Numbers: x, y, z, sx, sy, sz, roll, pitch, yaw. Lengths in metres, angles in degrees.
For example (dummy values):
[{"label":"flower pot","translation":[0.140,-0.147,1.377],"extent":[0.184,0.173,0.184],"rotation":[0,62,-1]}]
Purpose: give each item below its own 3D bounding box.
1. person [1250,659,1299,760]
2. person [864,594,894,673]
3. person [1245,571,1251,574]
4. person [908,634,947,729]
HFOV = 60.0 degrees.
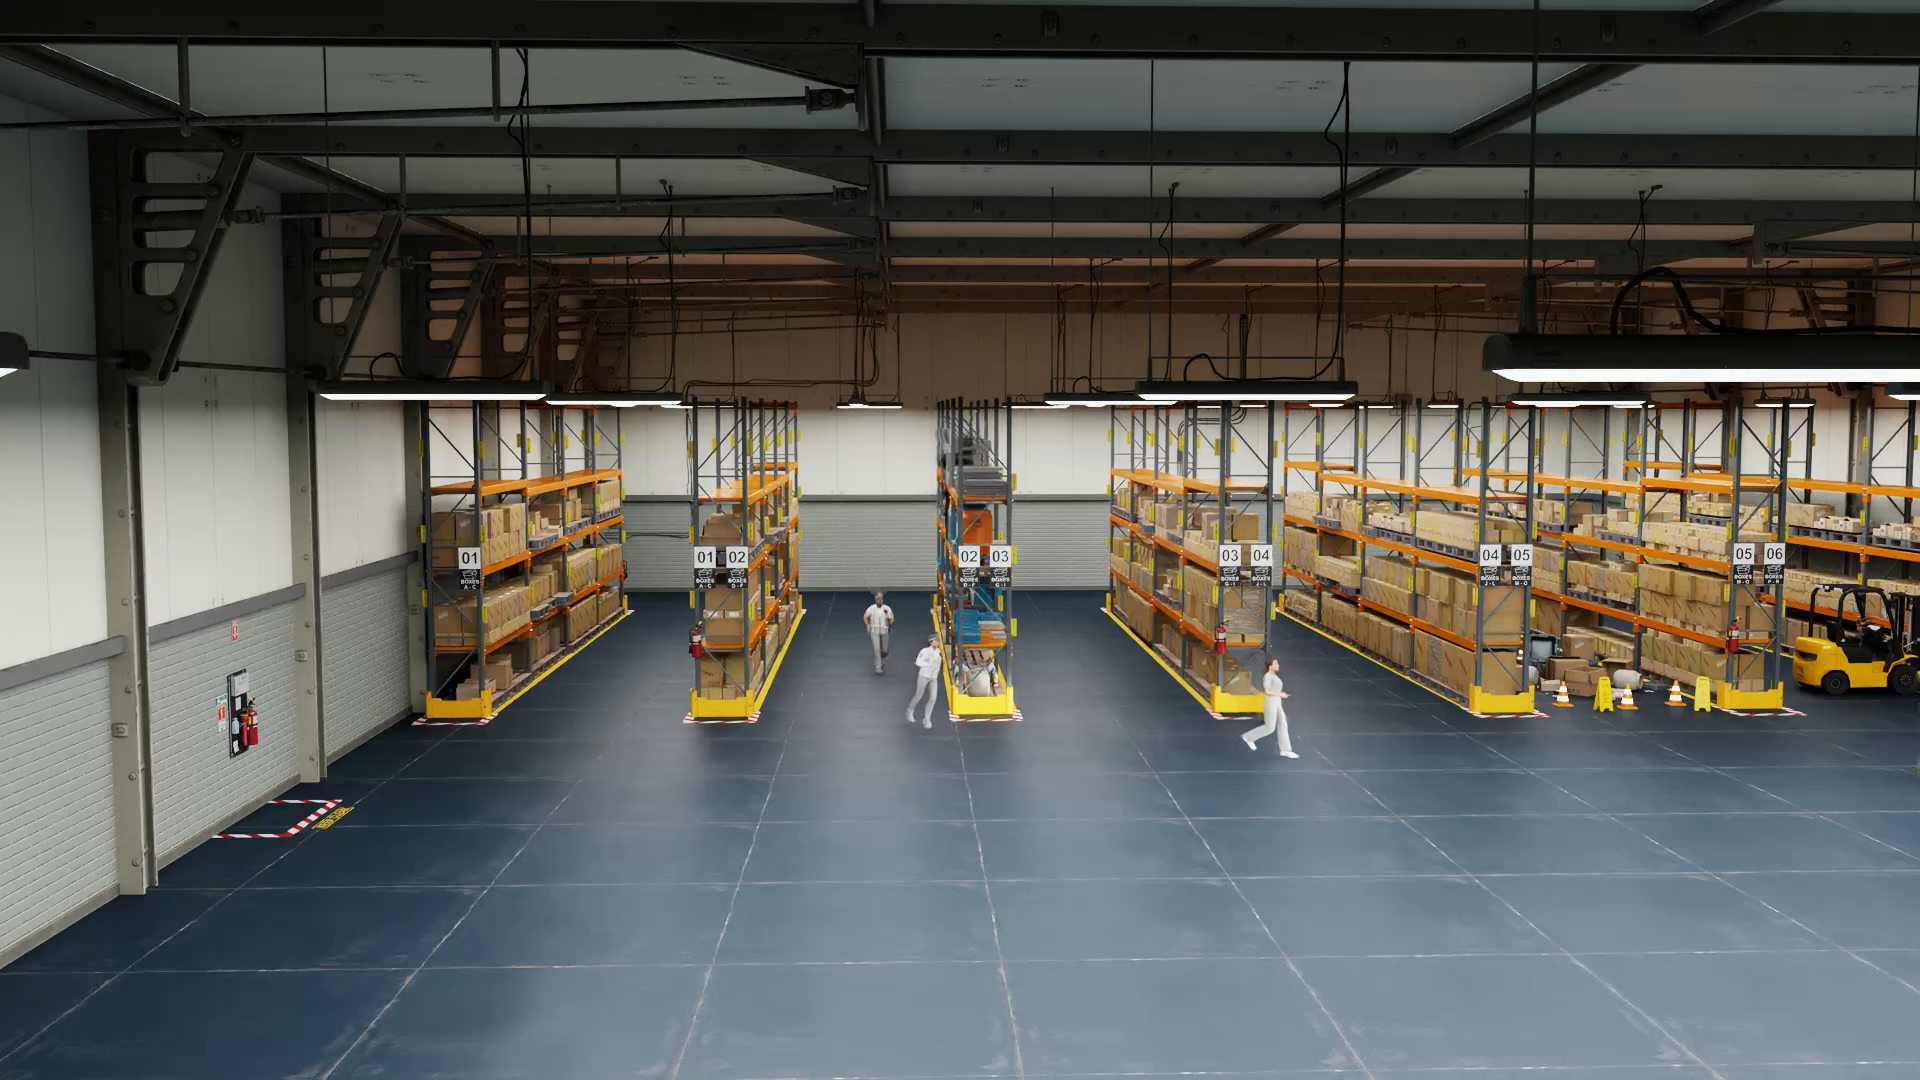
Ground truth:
[{"label":"person","translation":[5.218,2.784,27.483],"extent":[0.813,1.651,0.566],"rotation":[2,5,24]},{"label":"person","translation":[-1.773,2.035,36.534],"extent":[0.665,1.728,0.664],"rotation":[-1,4,-10]},{"label":"person","translation":[8.001,1.236,46.507],"extent":[0.729,1.763,1.023],"rotation":[0,4,3]},{"label":"person","translation":[-0.483,2.543,30.387],"extent":[0.629,1.671,0.888],"rotation":[-3,5,-34]}]
